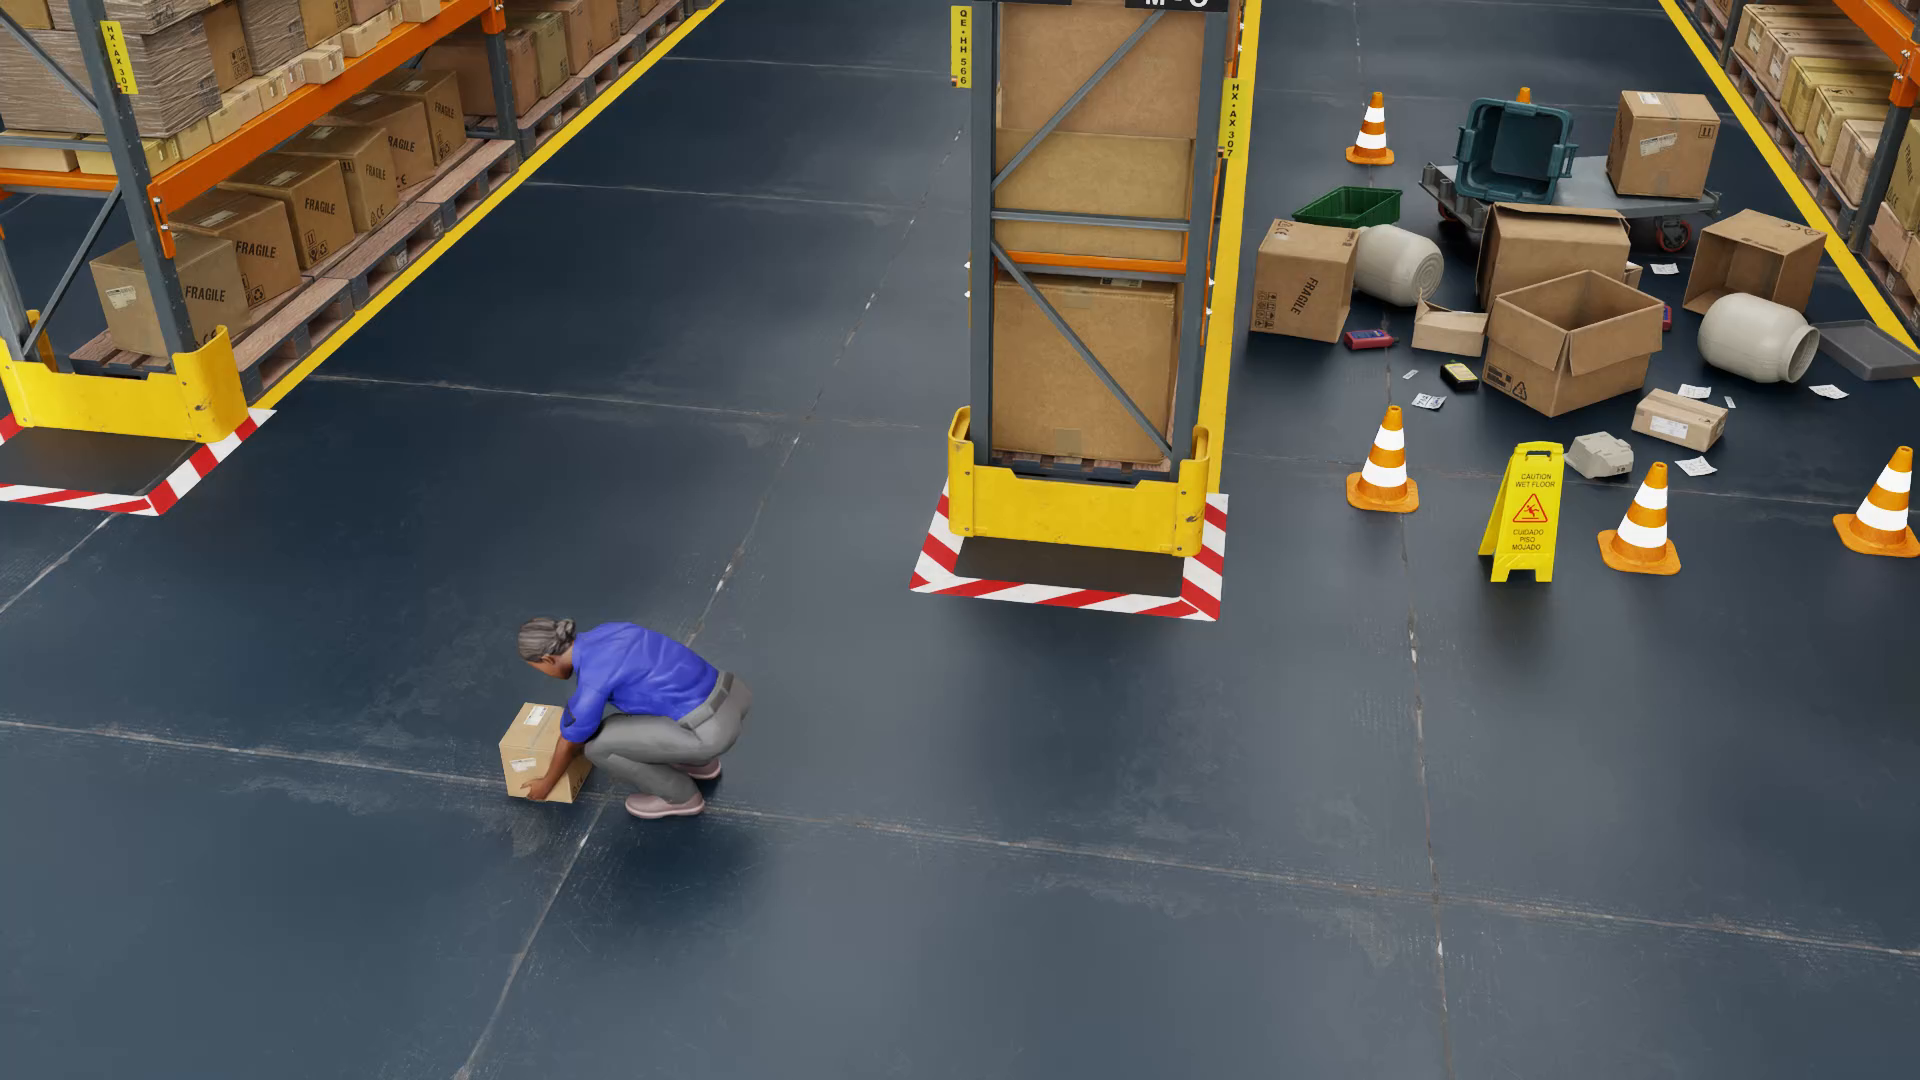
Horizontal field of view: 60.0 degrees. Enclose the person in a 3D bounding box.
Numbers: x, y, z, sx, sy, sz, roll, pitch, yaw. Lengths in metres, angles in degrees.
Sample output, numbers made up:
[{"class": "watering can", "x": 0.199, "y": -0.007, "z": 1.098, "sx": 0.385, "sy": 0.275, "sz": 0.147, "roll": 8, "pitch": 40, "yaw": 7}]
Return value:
[{"class": "person", "x": -1.183, "y": 0.612, "z": 6.024, "sx": 0.847, "sy": 0.799, "sz": 0.467, "roll": 5, "pitch": 33, "yaw": 8}]
